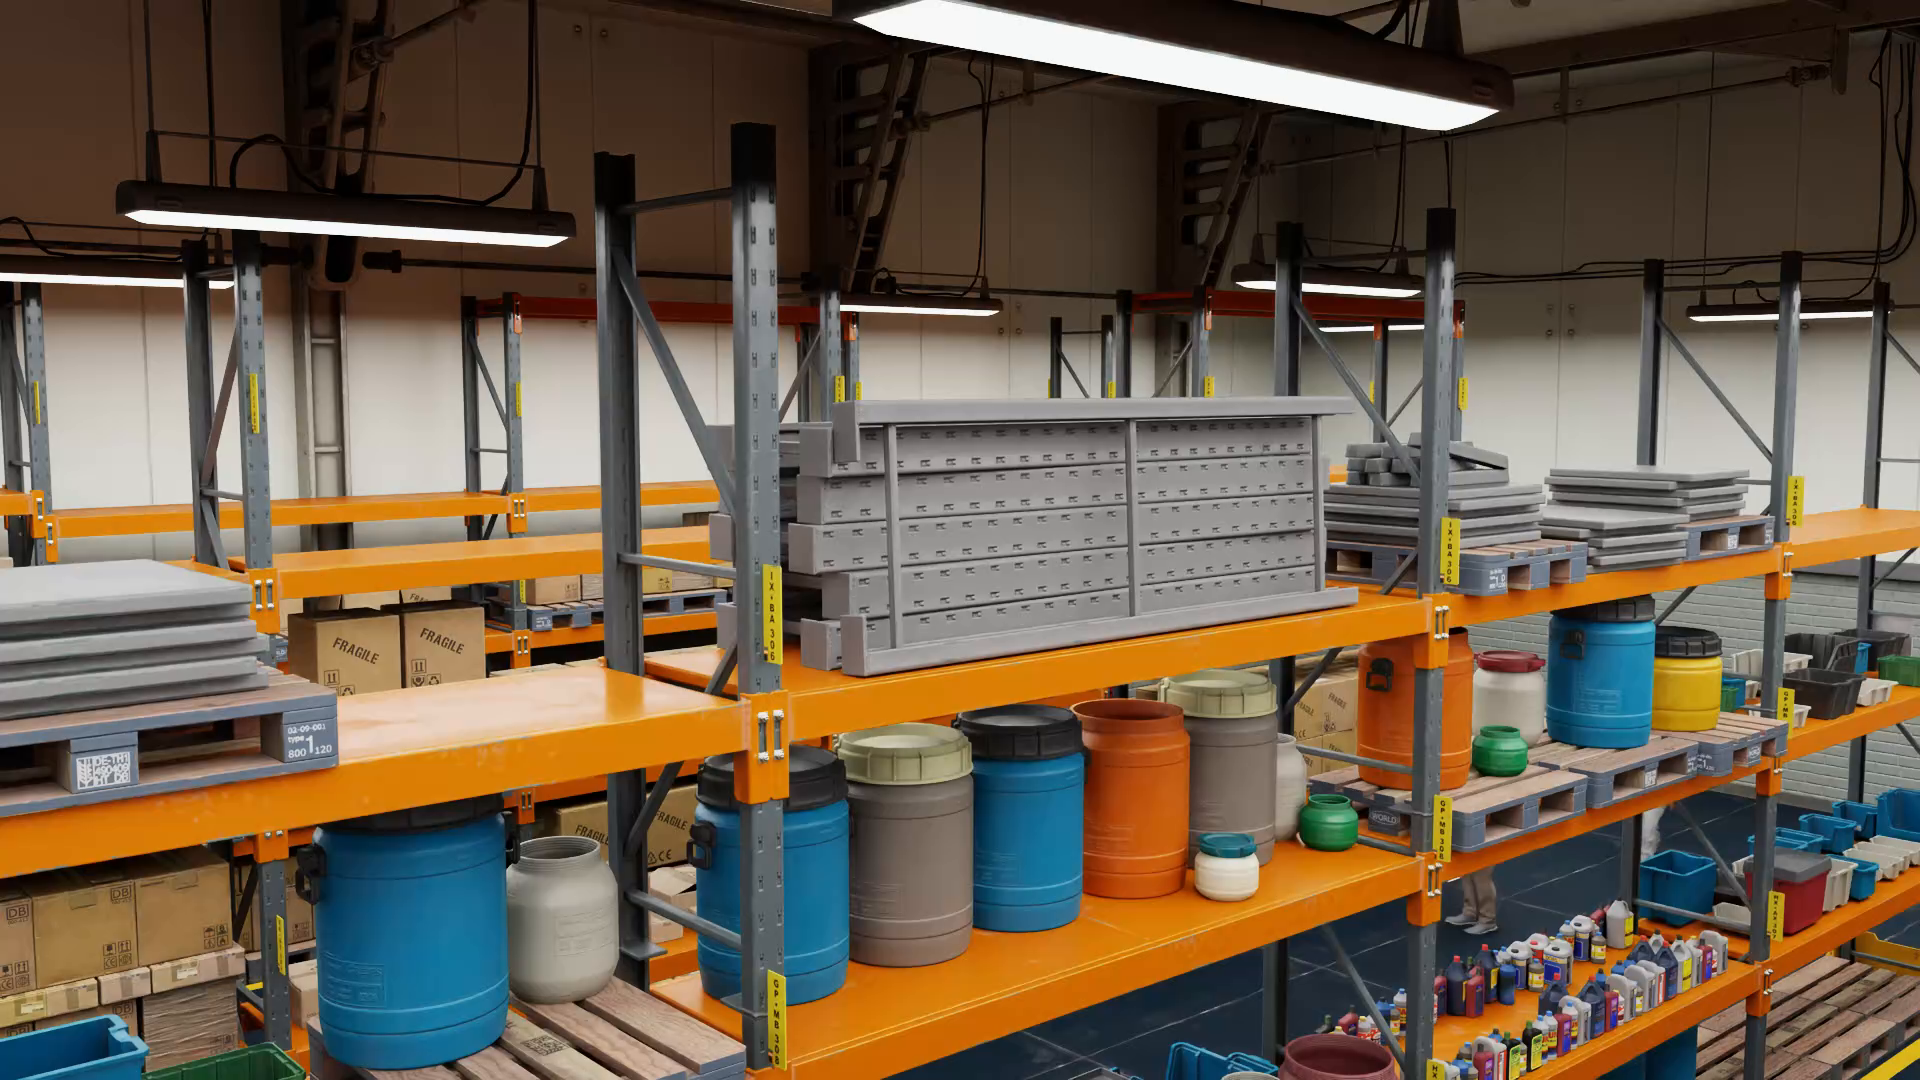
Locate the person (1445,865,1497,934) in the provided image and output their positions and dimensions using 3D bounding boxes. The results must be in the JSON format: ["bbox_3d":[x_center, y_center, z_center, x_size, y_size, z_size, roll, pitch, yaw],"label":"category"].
[{"bbox_3d":[4.850,2.852,15.644,0.445,1.739,0.589,1,5,7],"label":"person"}]

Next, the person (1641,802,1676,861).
[{"bbox_3d":[7.399,2.668,17.824,1.005,1.605,0.577,-5,7,-42],"label":"person"}]
